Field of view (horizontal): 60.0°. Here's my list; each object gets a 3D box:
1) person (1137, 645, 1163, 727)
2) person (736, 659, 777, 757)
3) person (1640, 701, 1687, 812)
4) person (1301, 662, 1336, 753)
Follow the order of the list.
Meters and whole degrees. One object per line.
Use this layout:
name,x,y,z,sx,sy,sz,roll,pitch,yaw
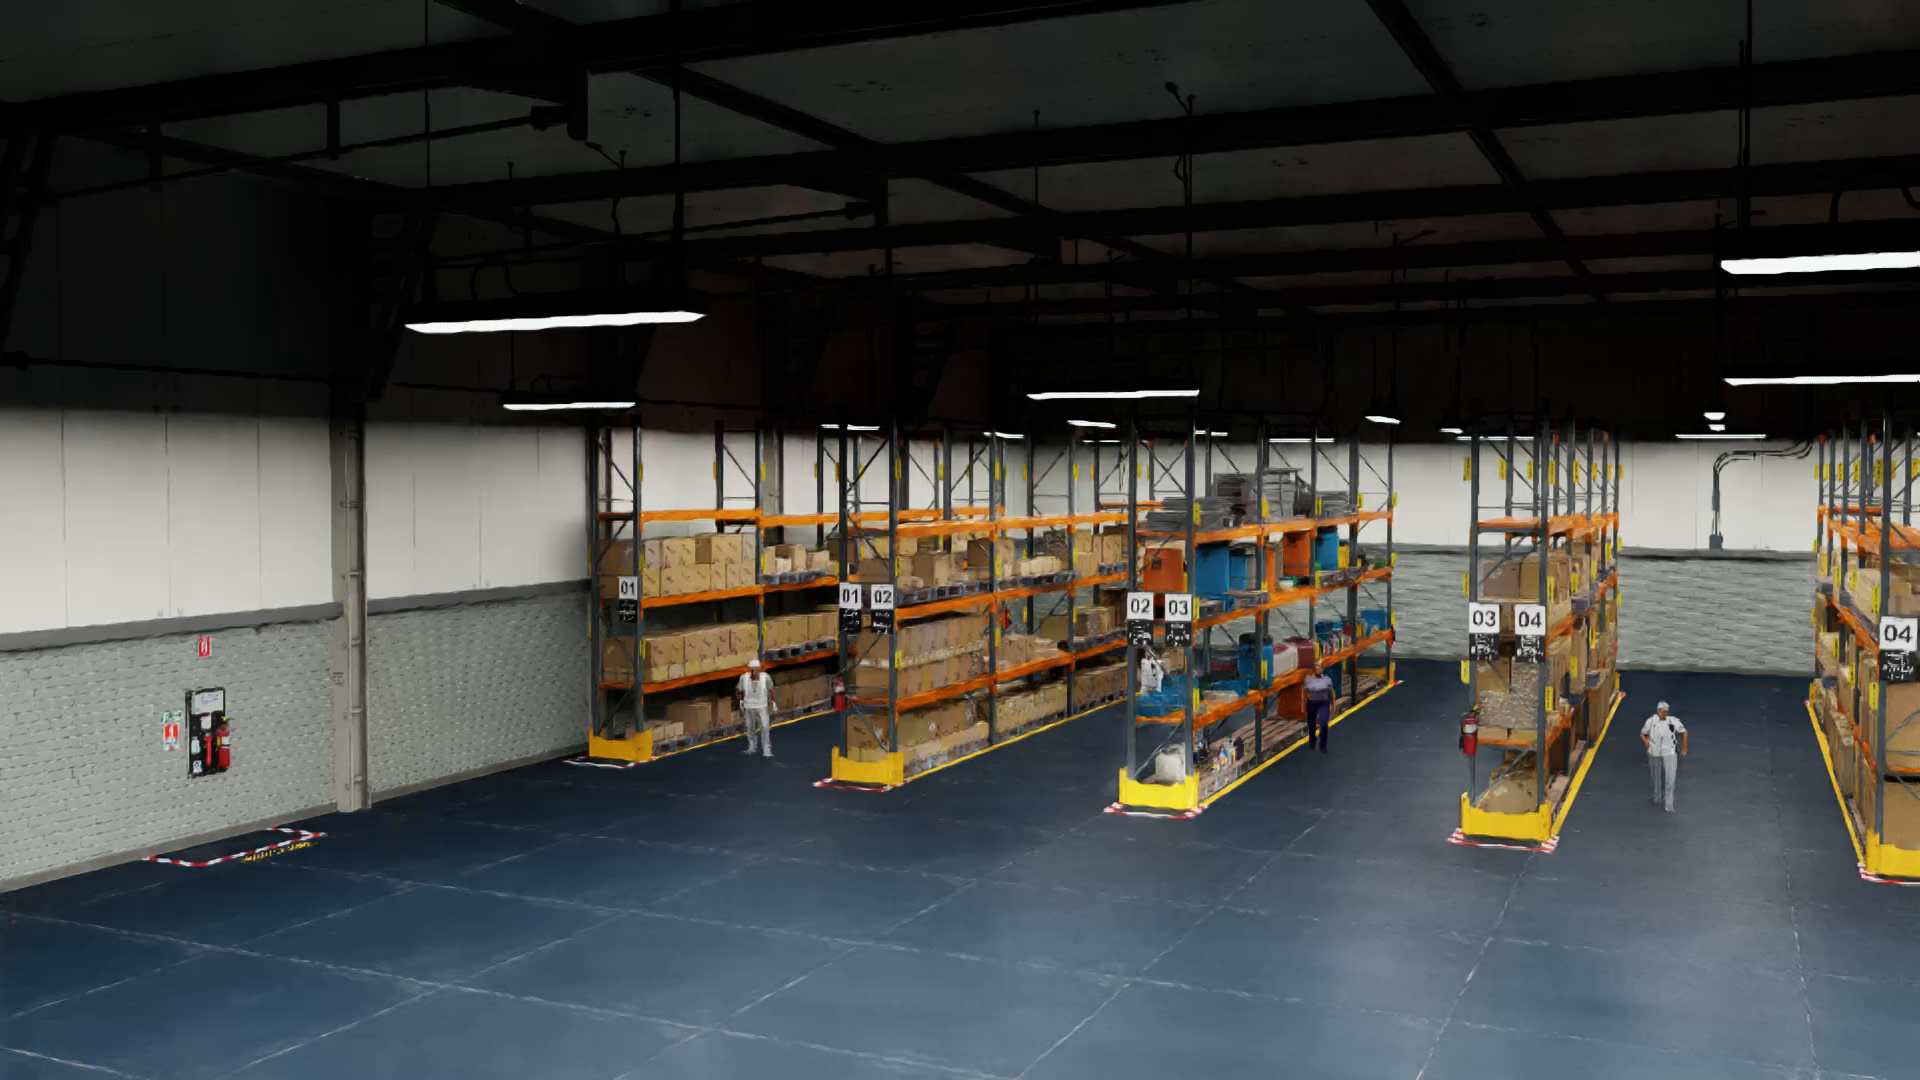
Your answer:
person,3.749,2.840,32.600,0.502,1.624,0.980,1,3,24
person,-3.573,2.932,29.182,0.698,1.719,0.792,0,2,5
person,10.483,3.184,24.807,0.628,1.599,0.817,1,3,30
person,6.436,2.980,29.837,0.608,1.598,0.664,1,2,16
